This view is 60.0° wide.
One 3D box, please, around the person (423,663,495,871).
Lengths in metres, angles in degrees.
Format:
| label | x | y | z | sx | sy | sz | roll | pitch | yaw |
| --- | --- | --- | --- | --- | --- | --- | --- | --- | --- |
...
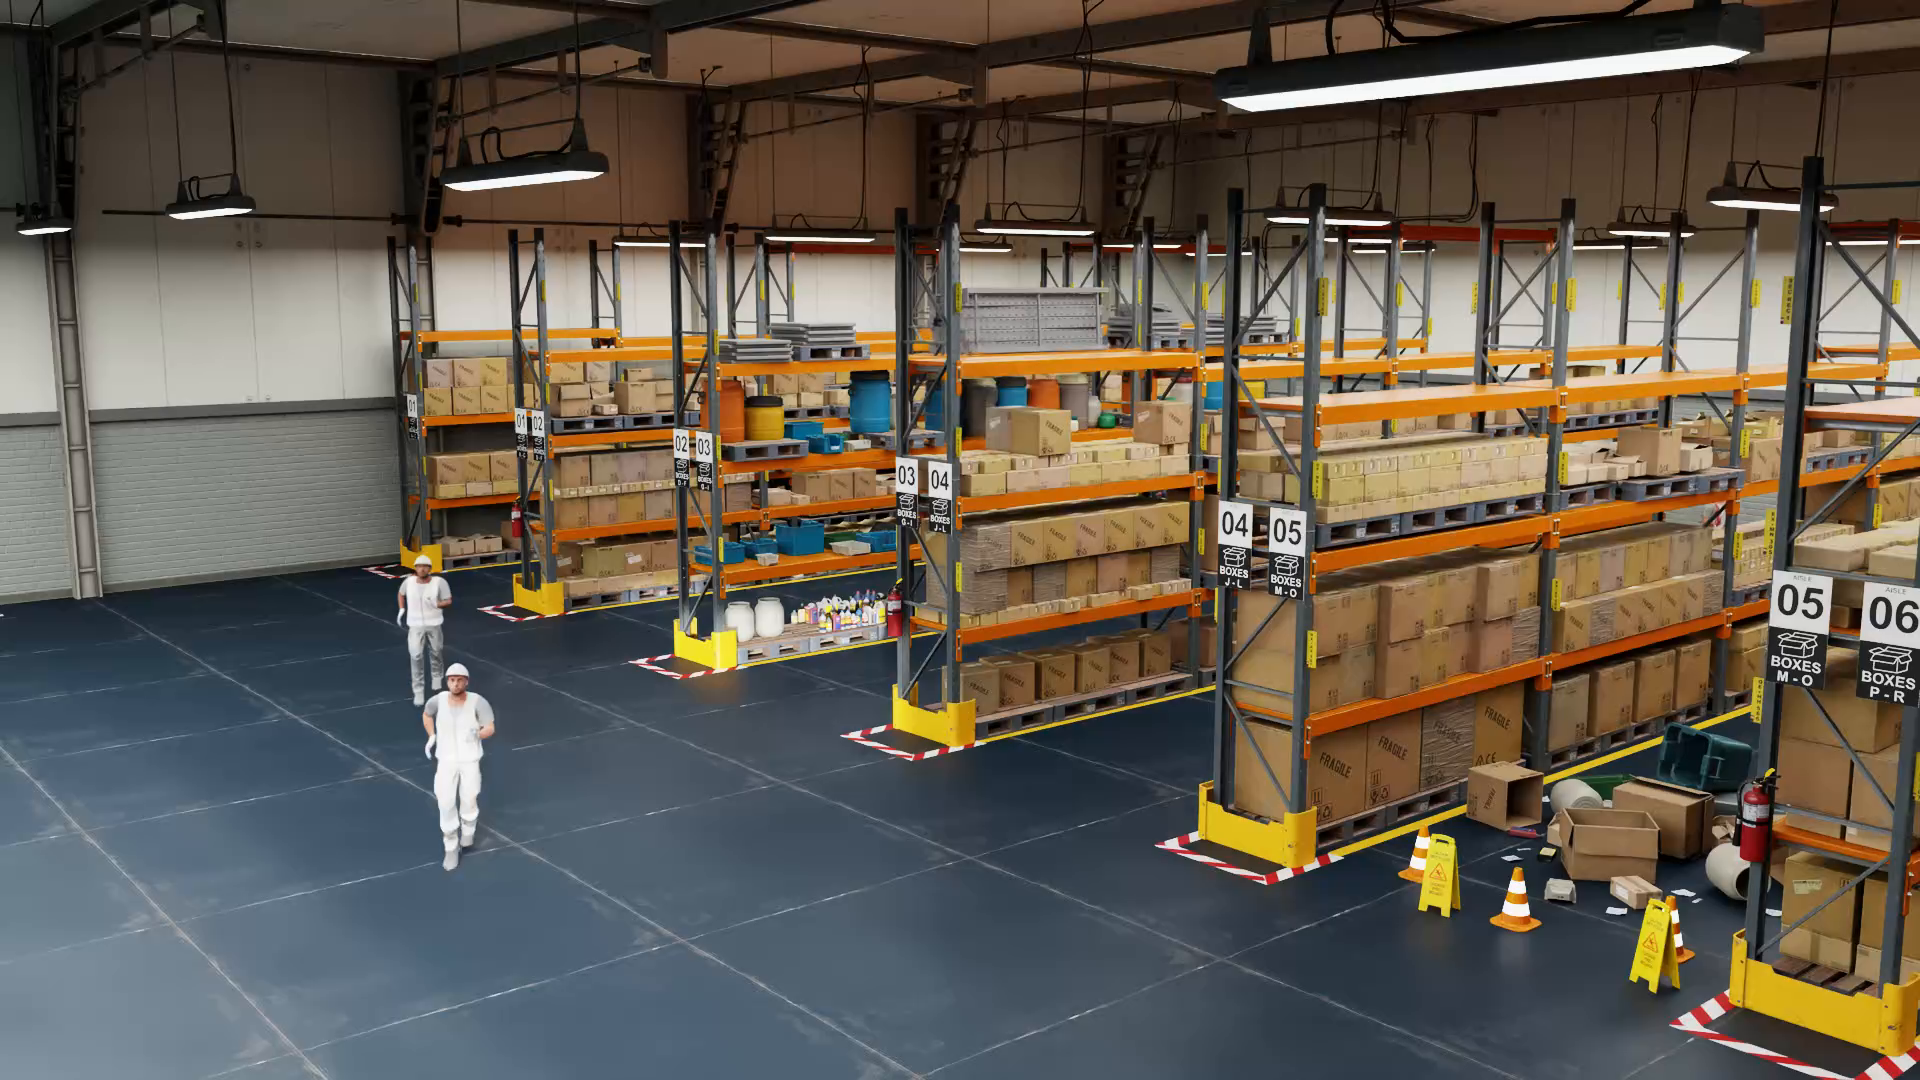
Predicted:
| label | x | y | z | sx | sy | sz | roll | pitch | yaw |
| --- | --- | --- | --- | --- | --- | --- | --- | --- | --- |
| person | -4.494 | 2.009 | 14.942 | 0.631 | 1.846 | 0.784 | -2 | 9 | -13 |

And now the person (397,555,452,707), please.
| label | x | y | z | sx | sy | sz | roll | pitch | yaw |
| --- | --- | --- | --- | --- | --- | --- | --- | --- | --- |
| person | -6.674 | 1.088 | 20.767 | 0.673 | 1.821 | 0.863 | -2 | 9 | -14 |

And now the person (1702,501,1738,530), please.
| label | x | y | z | sx | sy | sz | roll | pitch | yaw |
| --- | --- | --- | --- | --- | --- | --- | --- | --- | --- |
| person | 13.048 | -0.059 | 28.430 | 0.714 | 1.770 | 0.830 | -1 | 9 | -6 |
